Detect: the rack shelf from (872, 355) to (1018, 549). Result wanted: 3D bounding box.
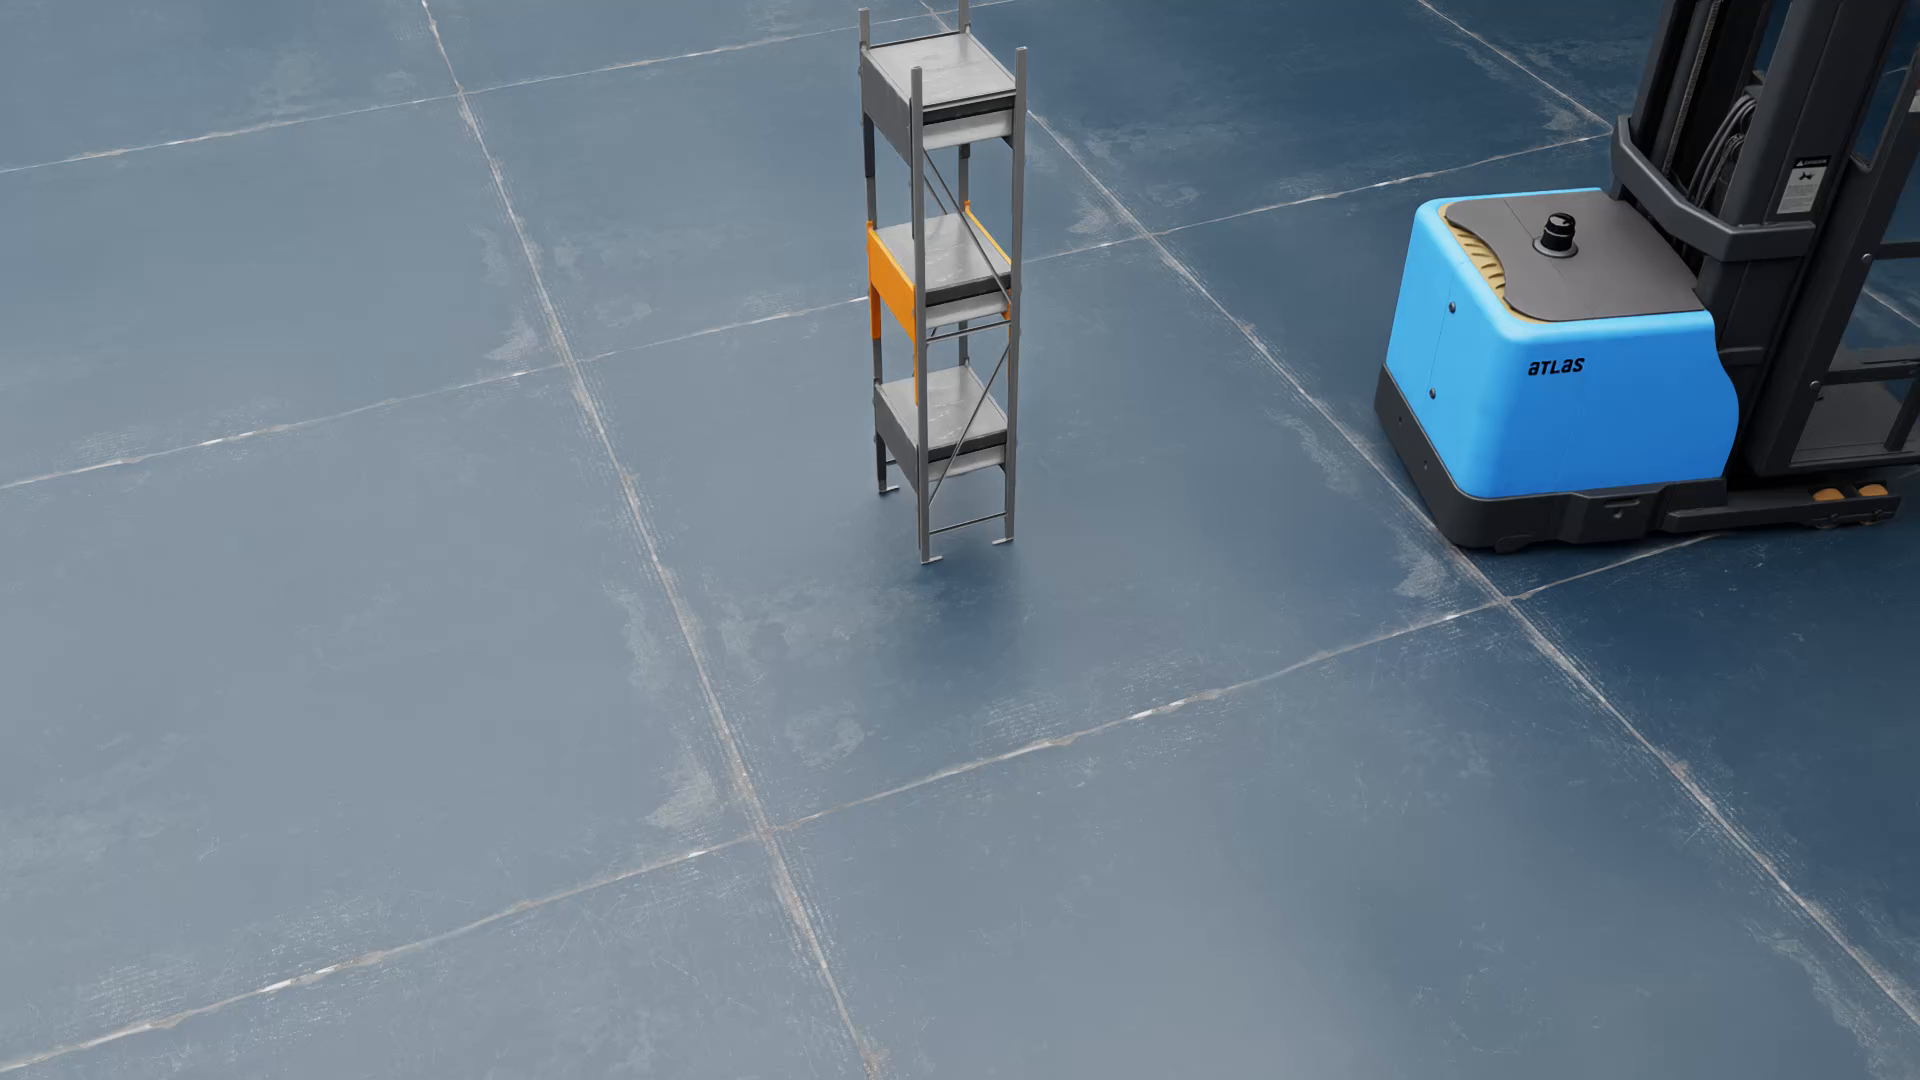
[{"bbox_3d":[-0.063,-0.355,6.647,0.431,0.518,0.480,-15,43,-17],"label":"rack shelf"}]

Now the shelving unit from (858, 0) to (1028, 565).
[{"bbox_3d":[-0.063,-0.896,6.181,0.431,2.100,0.503,-15,43,-17],"label":"shelving unit"}]

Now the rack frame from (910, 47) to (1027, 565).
[{"bbox_3d":[0.030,-0.749,6.010,0.400,2.100,0.015,-15,43,-17],"label":"rack frame"}]

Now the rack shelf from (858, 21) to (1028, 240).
[{"bbox_3d":[-0.063,-1.416,5.734,0.431,0.518,0.480,-15,43,-17],"label":"rack shelf"}]

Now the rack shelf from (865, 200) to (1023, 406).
[{"bbox_3d":[-0.063,-0.885,6.190,0.431,0.518,0.480,-15,43,-17],"label":"rack shelf"}]

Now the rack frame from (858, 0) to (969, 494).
[{"bbox_3d":[-0.157,-1.043,6.352,0.400,2.100,0.015,-15,43,-17],"label":"rack frame"}]

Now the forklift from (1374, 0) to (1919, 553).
[{"bbox_3d":[3.380,-1.494,6.240,3.031,2.935,1.130,-5,41,-6],"label":"forklift"}]
